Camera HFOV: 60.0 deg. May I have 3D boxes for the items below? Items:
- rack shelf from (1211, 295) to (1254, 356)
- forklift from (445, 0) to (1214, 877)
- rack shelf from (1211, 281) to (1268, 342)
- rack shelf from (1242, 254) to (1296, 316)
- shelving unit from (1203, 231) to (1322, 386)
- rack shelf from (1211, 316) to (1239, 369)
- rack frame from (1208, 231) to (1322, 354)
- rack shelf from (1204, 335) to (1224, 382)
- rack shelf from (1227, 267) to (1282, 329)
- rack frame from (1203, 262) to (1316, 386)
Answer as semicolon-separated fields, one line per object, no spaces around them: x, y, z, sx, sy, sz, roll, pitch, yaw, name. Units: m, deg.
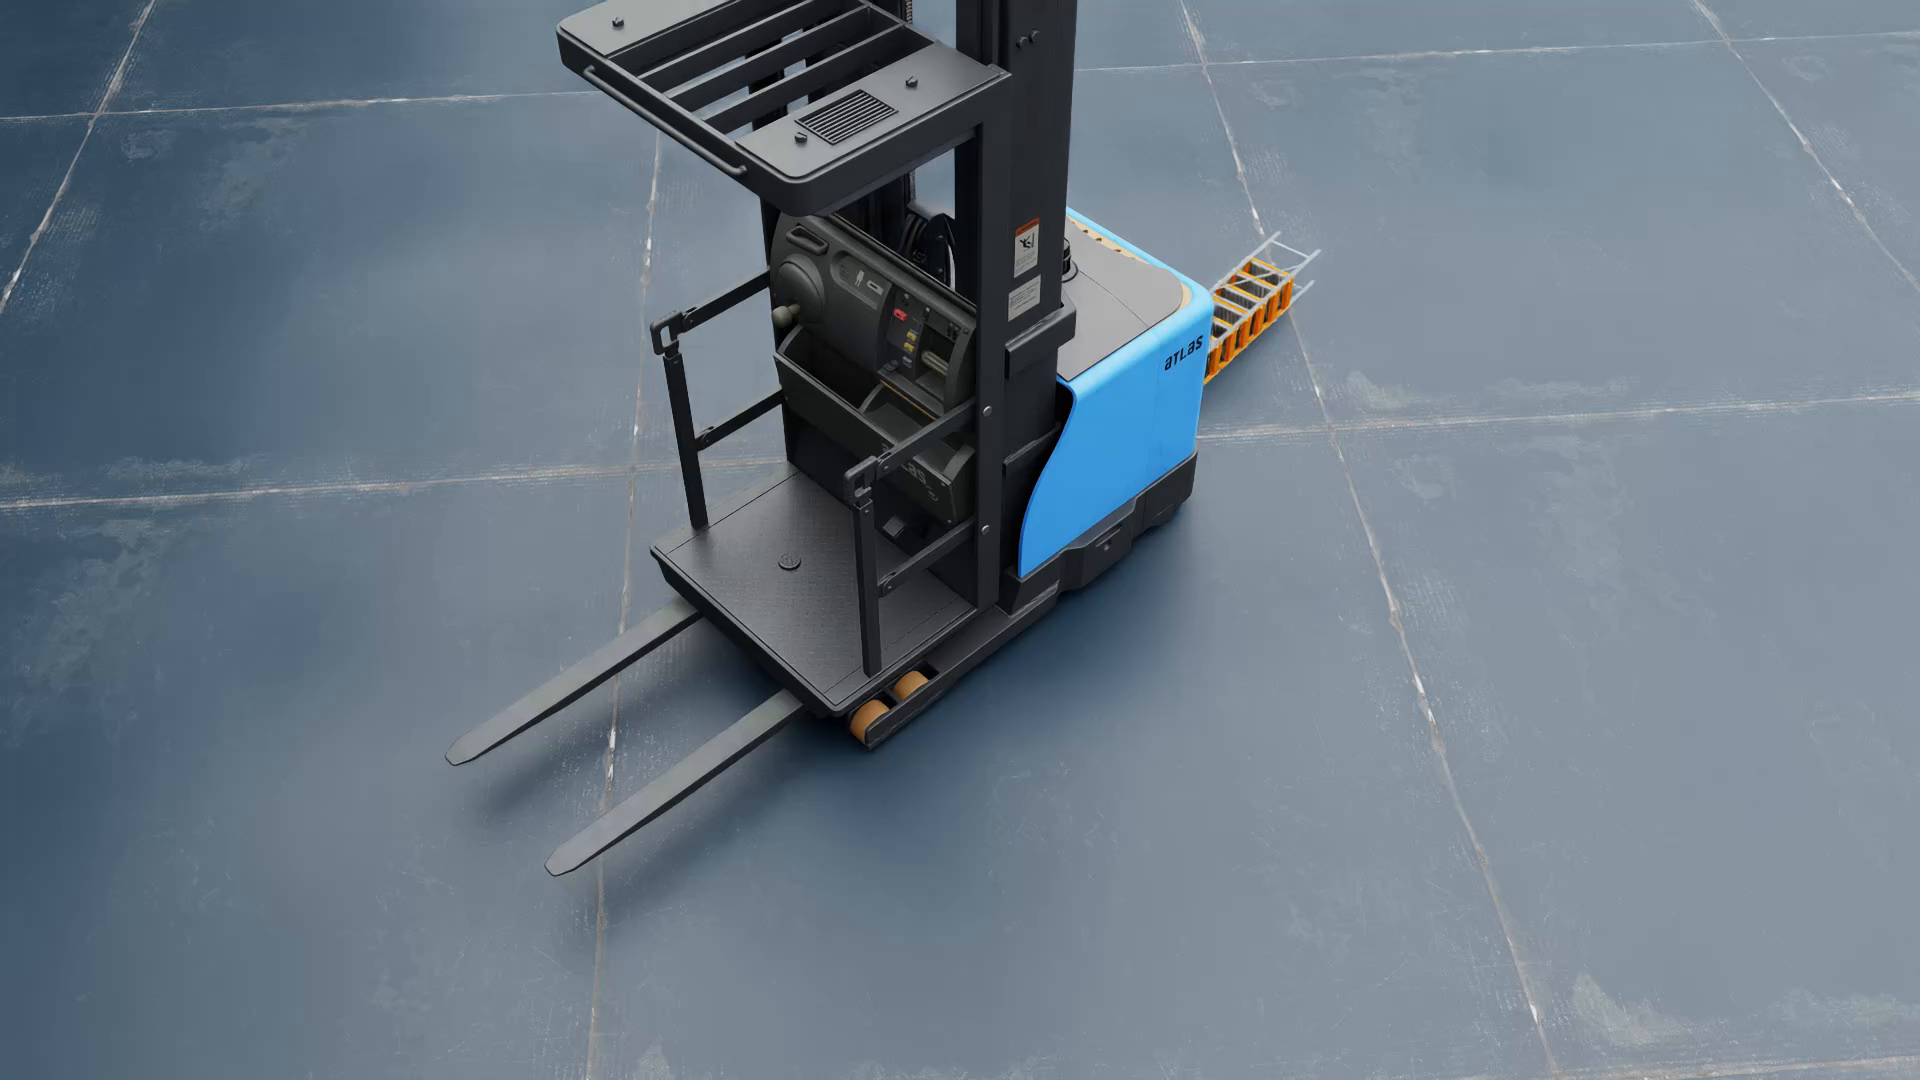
1.190;-0.982;7.547;0.258;0.180;0.103;31;54;26;rack shelf
-0.455;-0.693;5.388;3.031;2.935;1.130;-35;56;-28;forklift
1.266;-1.050;7.611;0.258;0.180;0.103;31;54;26;rack shelf
1.418;-1.185;7.739;0.258;0.180;0.103;31;54;26;rack shelf
1.218;-1.007;7.571;0.258;0.189;1.200;31;54;26;shelving unit
1.114;-0.915;7.483;0.258;0.180;0.103;31;54;26;rack shelf
1.218;-1.070;7.504;0.240;0.006;1.200;31;54;26;rack frame
1.038;-0.848;7.419;0.258;0.180;0.103;31;54;26;rack shelf
1.342;-1.117;7.675;0.258;0.180;0.103;31;54;26;rack shelf
1.218;-0.945;7.637;0.240;0.006;1.200;31;54;26;rack frame
